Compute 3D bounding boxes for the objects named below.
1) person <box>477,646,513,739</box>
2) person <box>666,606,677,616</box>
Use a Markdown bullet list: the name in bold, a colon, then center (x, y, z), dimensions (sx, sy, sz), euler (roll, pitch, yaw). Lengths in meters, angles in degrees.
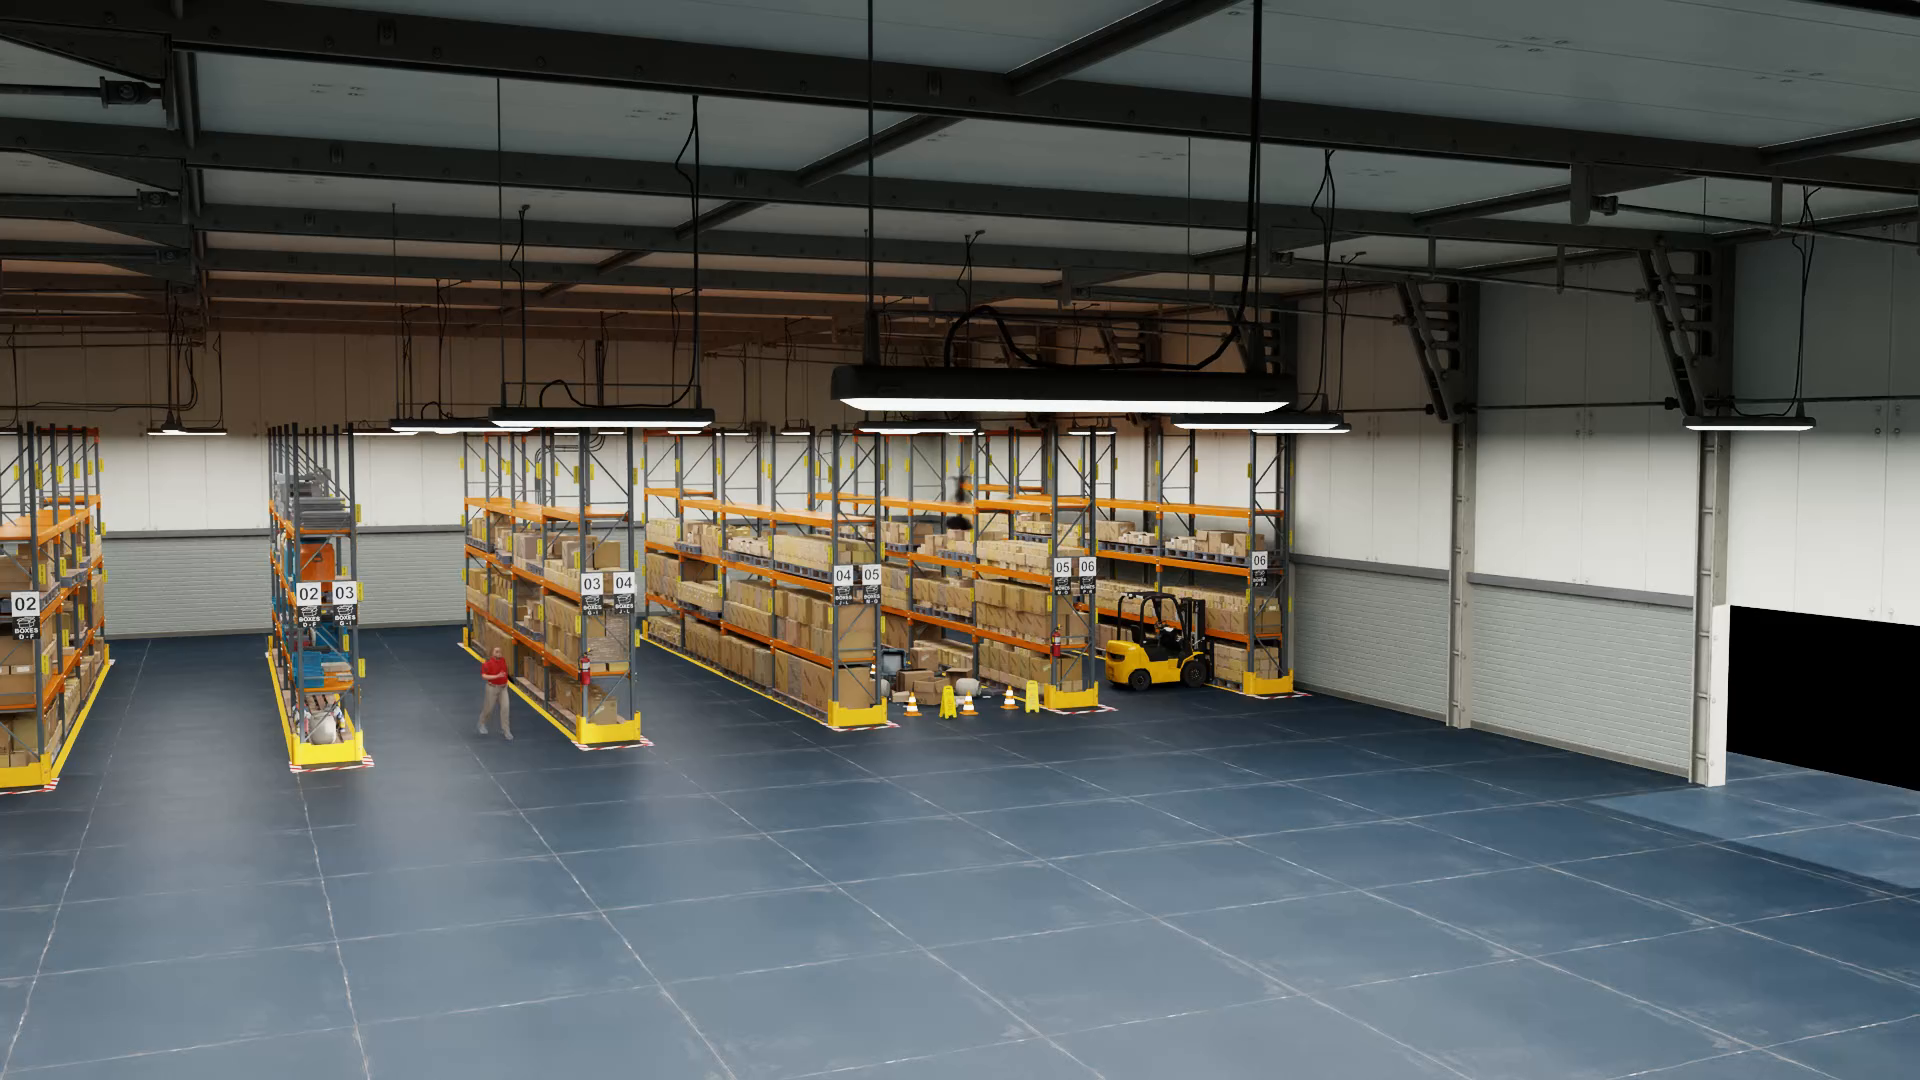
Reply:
- **person**: center (-8.902, 2.893, 31.829), dimensions (0.959, 1.746, 0.650), euler (3, 5, 42)
- **person**: center (-8.489, 1.875, 49.525), dimensions (0.666, 1.647, 0.695), euler (-3, 5, -42)
